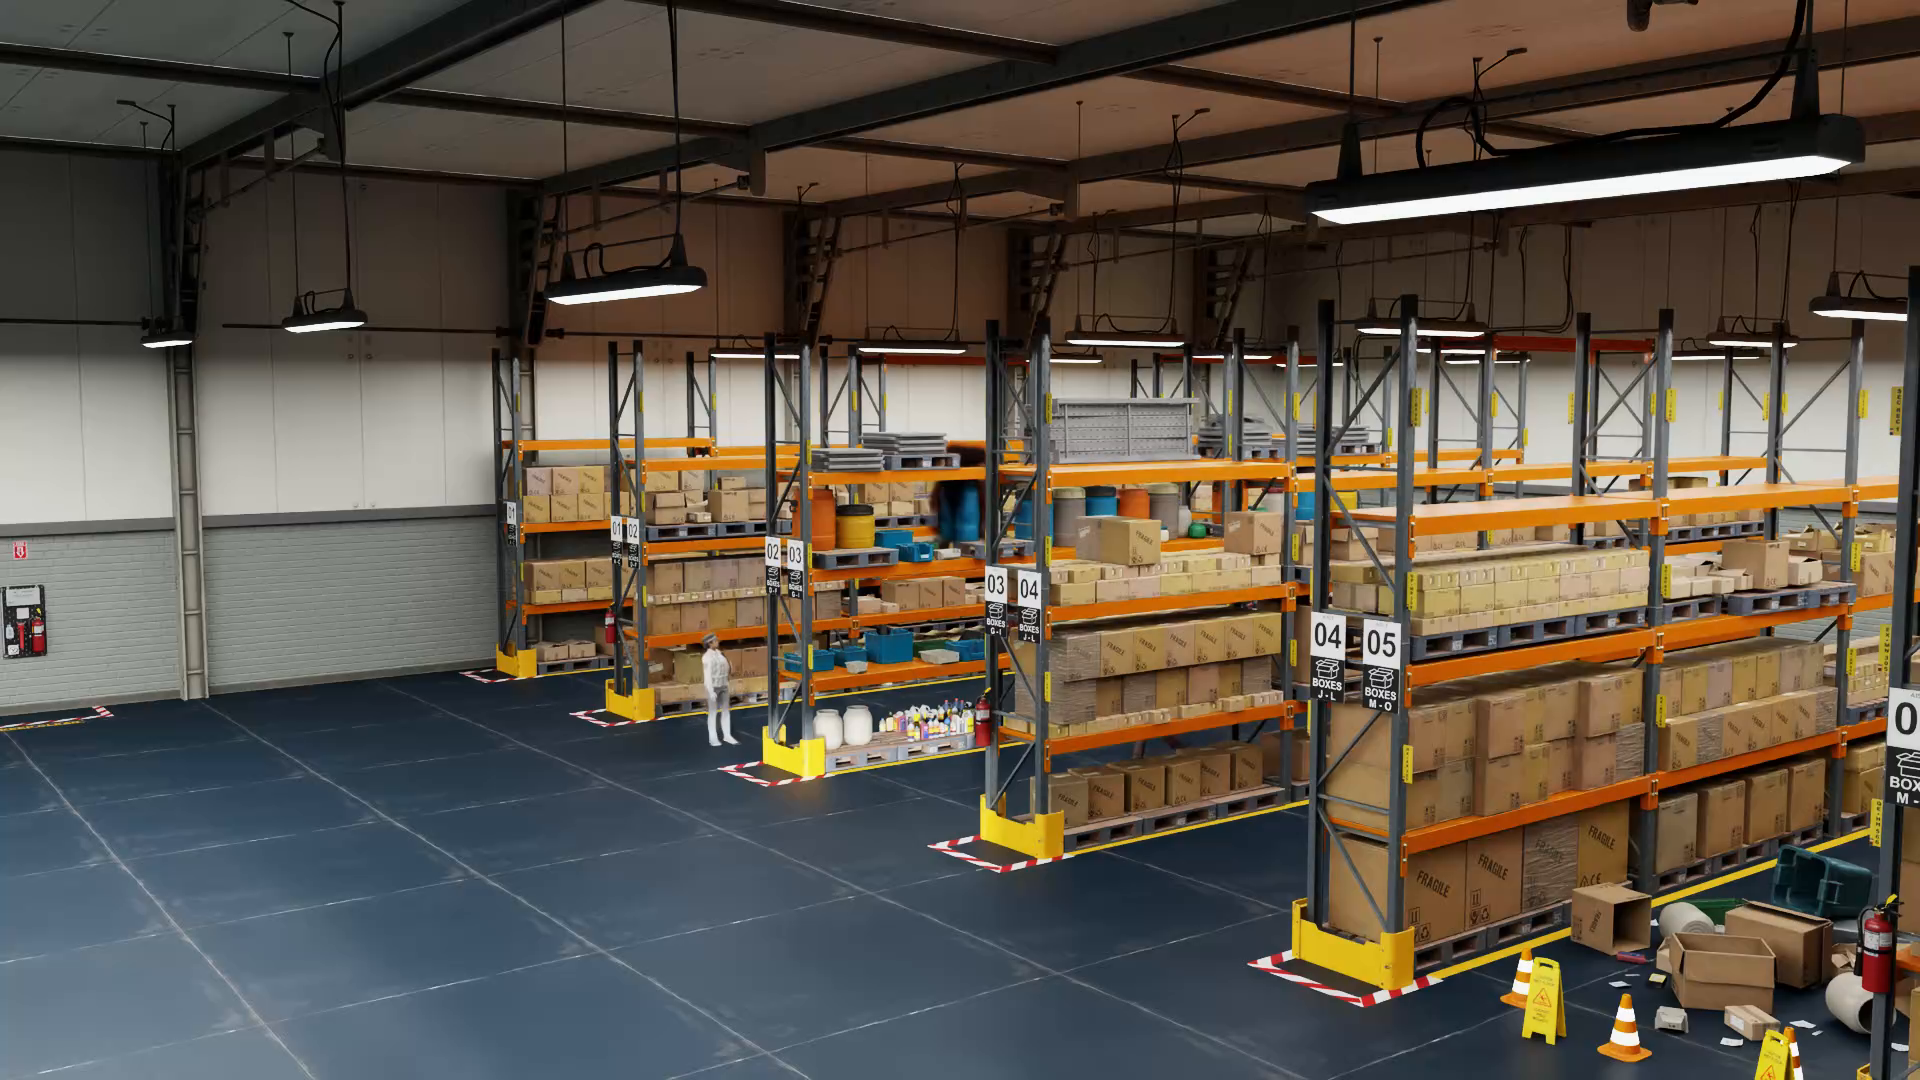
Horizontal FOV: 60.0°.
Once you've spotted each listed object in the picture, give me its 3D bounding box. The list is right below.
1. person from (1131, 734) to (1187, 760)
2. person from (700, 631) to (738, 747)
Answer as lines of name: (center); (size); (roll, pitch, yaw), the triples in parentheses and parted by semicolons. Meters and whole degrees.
person: (2.704, 2.328, 22.847); (1.001, 1.676, 0.524); (-2, 5, -23)
person: (-3.569, 2.183, 24.517); (0.439, 1.694, 0.549); (4, 6, 39)
